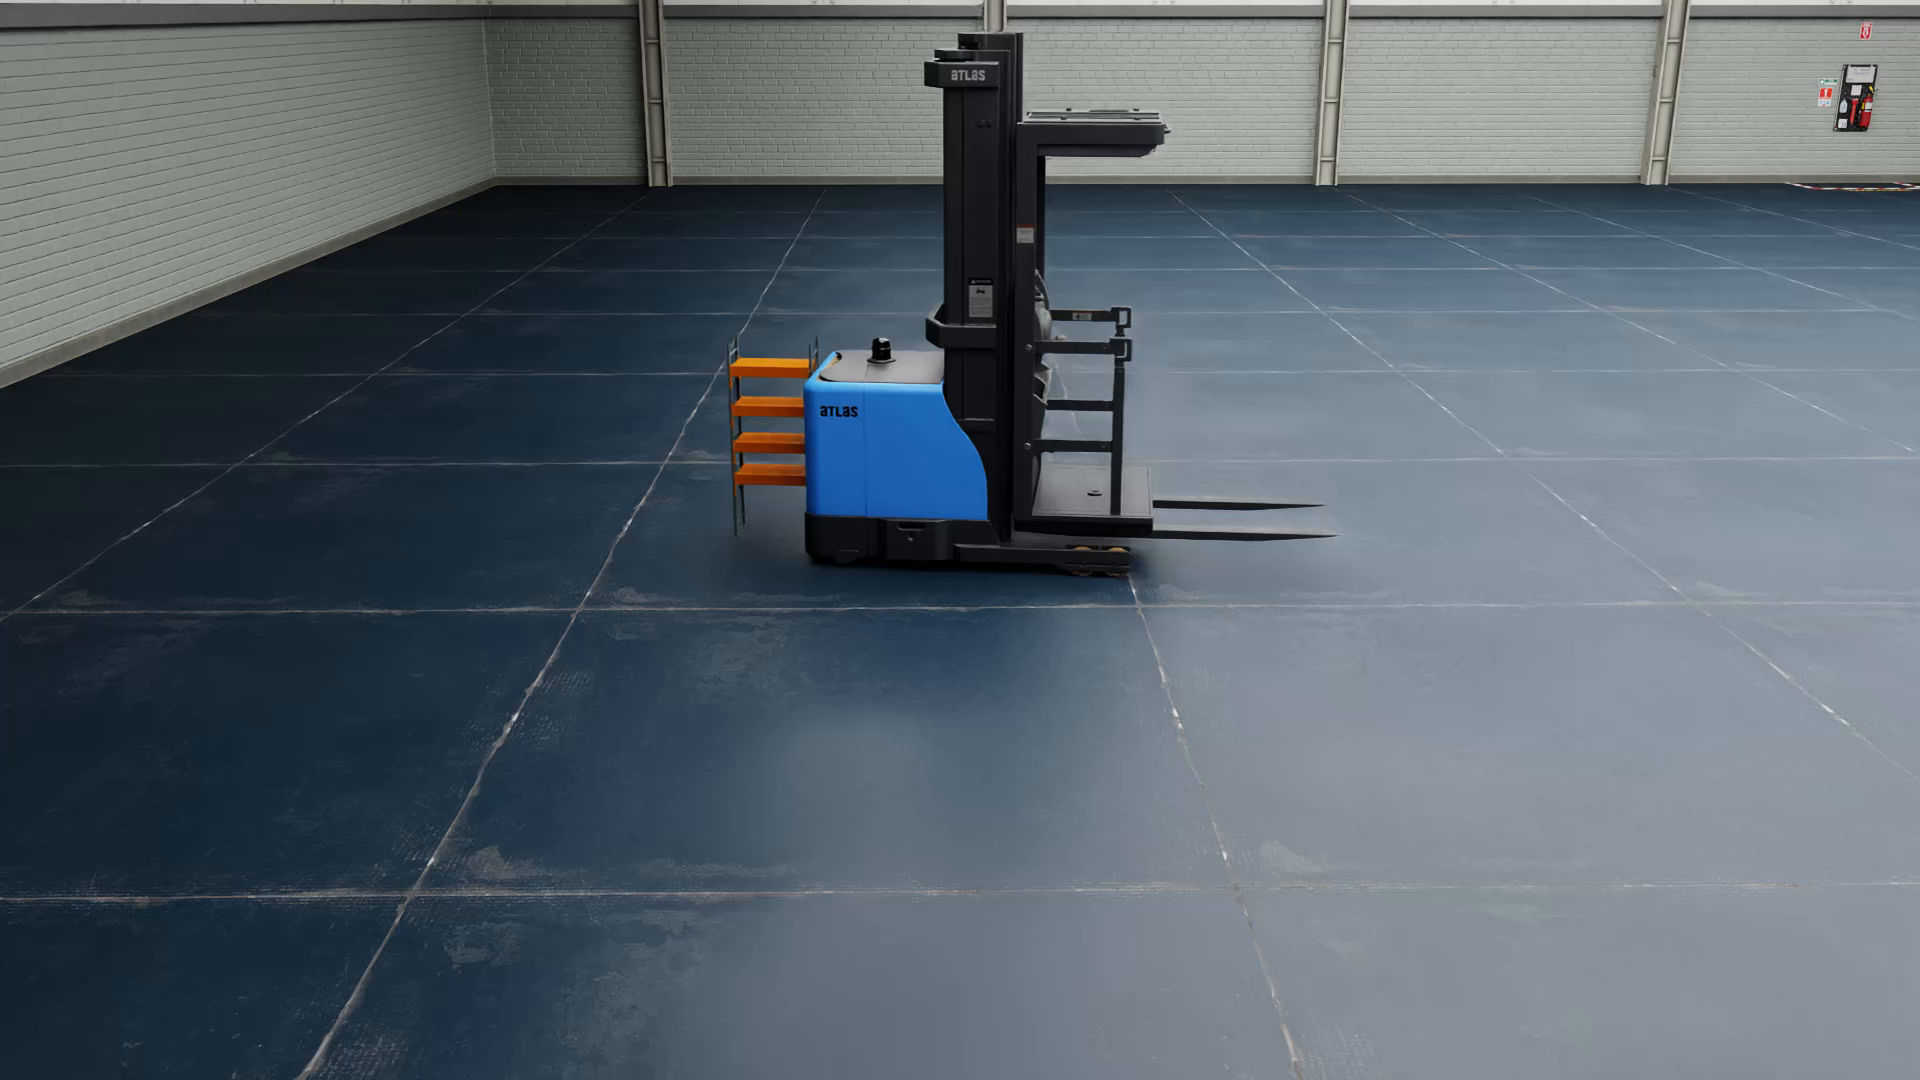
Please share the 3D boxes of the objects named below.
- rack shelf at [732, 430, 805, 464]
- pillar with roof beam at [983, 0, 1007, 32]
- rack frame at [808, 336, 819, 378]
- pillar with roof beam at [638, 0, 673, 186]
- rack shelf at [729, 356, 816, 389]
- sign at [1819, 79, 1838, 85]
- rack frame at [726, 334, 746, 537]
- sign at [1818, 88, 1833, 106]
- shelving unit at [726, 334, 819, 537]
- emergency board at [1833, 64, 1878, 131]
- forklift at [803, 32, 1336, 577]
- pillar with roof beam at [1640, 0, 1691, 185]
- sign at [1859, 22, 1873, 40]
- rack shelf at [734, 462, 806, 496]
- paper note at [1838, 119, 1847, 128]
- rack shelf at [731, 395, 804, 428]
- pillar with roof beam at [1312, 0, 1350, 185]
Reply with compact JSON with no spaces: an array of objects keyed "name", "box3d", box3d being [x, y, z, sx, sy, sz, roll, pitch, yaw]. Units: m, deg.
[{"name":"rack shelf","box3d":[-1.108,-0.554,10.029,0.480,0.148,0.258,2,18,5]},{"name":"pillar with roof beam","box3d":[0.681,-9.388,24.580,0.400,9.000,9.100,0,18,-1]},{"name":"rack frame","box3d":[-0.865,-0.611,9.987,0.015,1.200,0.240,2,18,5]},{"name":"pillar with roof beam","box3d":[-5.319,-9.359,24.490,0.400,9.000,9.100,0,18,-1]},{"name":"rack shelf","box3d":[-1.108,-0.992,9.889,0.480,0.148,0.258,2,18,5]},{"name":"sign","box3d":[15.589,-8.228,29.860,0.331,0.109,0.001,0,18,-1]},{"name":"rack frame","box3d":[-1.350,-0.625,10.031,0.015,1.200,0.240,2,18,5]},{"name":"sign","box3d":[15.585,-7.978,29.949,0.234,0.329,0.001,0,18,-1]},{"name":"shelving unit","box3d":[-1.108,-0.618,10.009,0.503,1.200,0.258,2,18,5]},{"name":"emergency board","box3d":[16.139,-7.932,29.865,0.643,1.169,0.194,0,18,-1]},{"name":"forklift","box3d":[0.653,-1.355,9.474,3.031,2.935,1.130,2,18,5]},{"name":"pillar with roof beam","box3d":[12.679,-9.445,24.760,0.400,9.000,9.100,0,18,-1]},{"name":"sign","box3d":[16.129,-9.067,29.605,0.199,0.298,0.001,0,18,-1]},{"name":"rack shelf","box3d":[-1.108,-0.365,10.090,0.480,0.148,0.258,2,18,5]},{"name":"paper note","box3d":[15.961,-7.533,30.062,0.142,0.148,0.016,0,18,-1]},{"name":"rack shelf","box3d":[-1.108,-0.767,9.961,0.480,0.148,0.258,2,18,5]},{"name":"pillar with roof beam","box3d":[6.680,-9.417,24.670,0.400,9.000,9.100,0,18,-1]}]
